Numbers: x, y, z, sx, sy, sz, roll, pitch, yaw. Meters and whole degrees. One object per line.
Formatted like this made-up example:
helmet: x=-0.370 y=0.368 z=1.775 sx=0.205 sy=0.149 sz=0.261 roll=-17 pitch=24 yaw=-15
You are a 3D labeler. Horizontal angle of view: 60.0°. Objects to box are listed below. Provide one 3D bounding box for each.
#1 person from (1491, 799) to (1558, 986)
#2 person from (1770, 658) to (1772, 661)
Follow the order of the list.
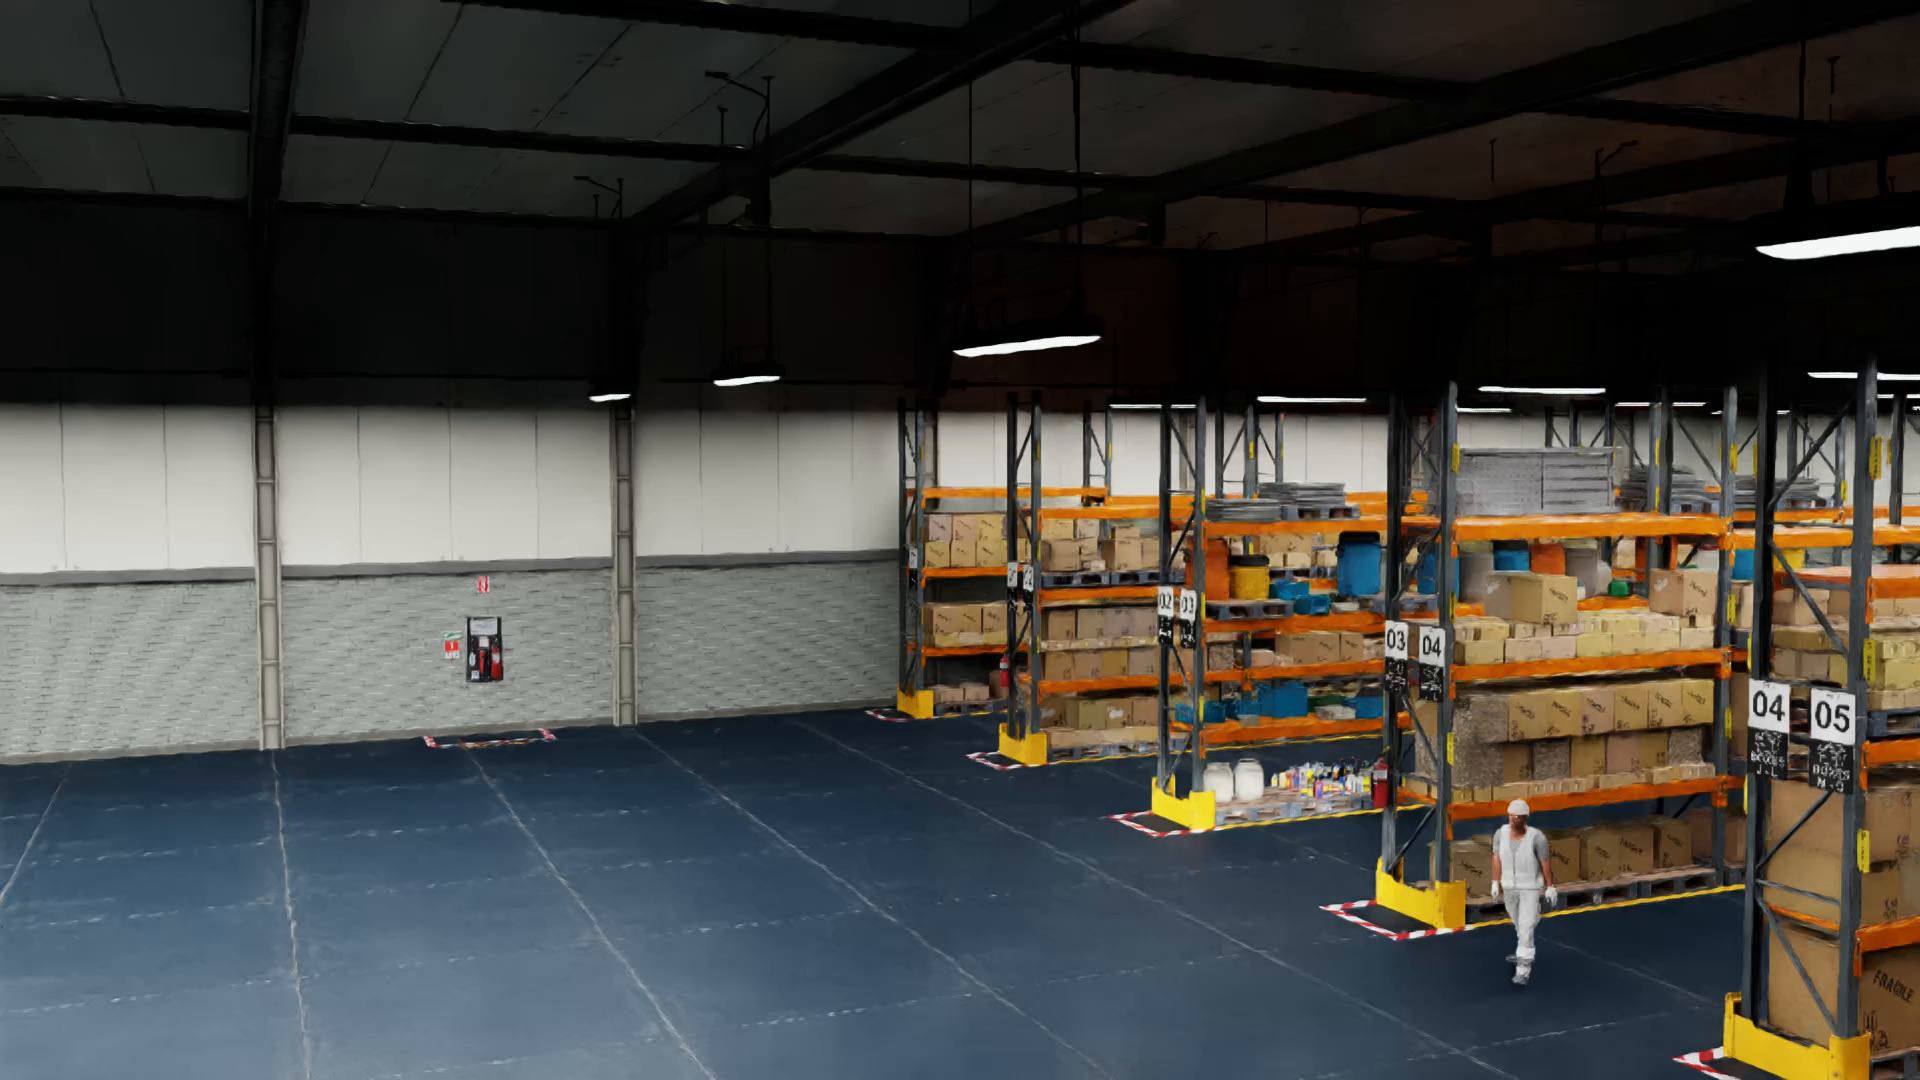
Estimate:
person: x=5.409 y=3.357 z=16.055 sx=0.593 sy=1.747 sz=0.967 roll=3 pitch=5 yaw=44
person: x=14.144 y=2.646 z=29.125 sx=1.109 sy=1.590 sz=0.446 roll=-1 pitch=4 yaw=-21
